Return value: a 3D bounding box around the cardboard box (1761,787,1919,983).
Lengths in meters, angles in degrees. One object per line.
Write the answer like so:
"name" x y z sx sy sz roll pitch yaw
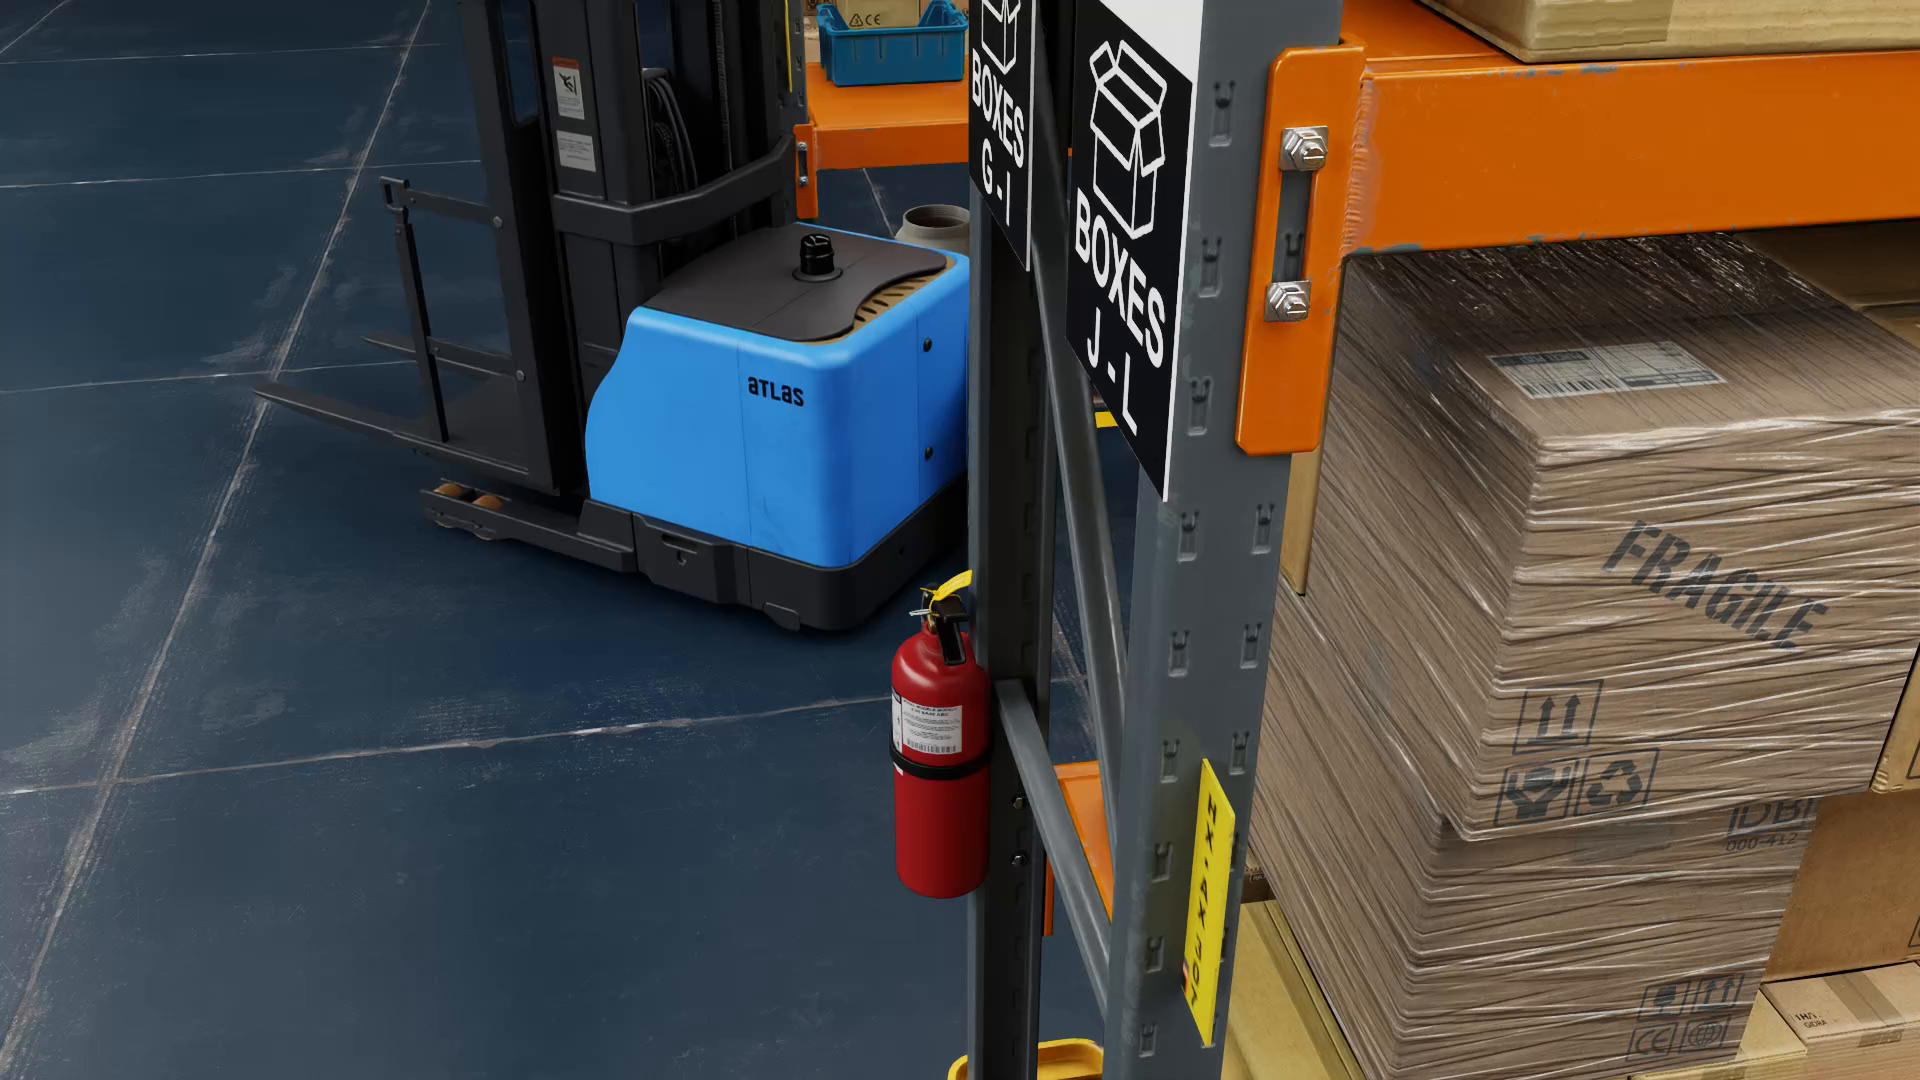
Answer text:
"cardboard box" 1.180 0.178 2.595 0.500 0.500 0.875 -5 31 -9

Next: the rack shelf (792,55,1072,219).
"rack shelf" 1.239 -1.850 7.147 4.000 0.370 1.077 -5 31 -9

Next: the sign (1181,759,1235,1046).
"sign" 0.262 0.389 1.775 0.005 0.325 0.100 -5 31 -9

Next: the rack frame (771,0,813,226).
"rack frame" -0.728 -1.978 6.654 0.127 3.000 1.000 -5 31 -9

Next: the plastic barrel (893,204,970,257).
"plastic barrel" -0.094 -1.184 7.345 0.421 0.512 0.421 0 30 0

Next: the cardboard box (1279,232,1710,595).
"cardboard box" 0.661 -0.284 2.395 0.500 0.500 0.500 -5 31 -9

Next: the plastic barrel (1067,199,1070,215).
"plastic barrel" 0.399 -1.230 7.423 0.421 0.512 0.421 0 30 0

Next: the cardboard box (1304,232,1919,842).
"cardboard box" 0.754 -0.025 1.954 0.500 0.500 0.500 -5 31 -9

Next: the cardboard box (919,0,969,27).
"cardboard box" -0.068 -3.803 11.318 0.500 0.500 0.500 -5 31 -9

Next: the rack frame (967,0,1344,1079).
"rack frame" 0.165 0.493 2.452 0.053 2.616 0.949 -5 31 -9

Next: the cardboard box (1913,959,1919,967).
"cardboard box" 1.475 0.612 2.498 0.250 0.149 0.380 -5 31 -9

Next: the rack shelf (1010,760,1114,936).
"rack shelf" 2.132 0.619 2.947 4.000 0.370 1.077 -5 31 -9

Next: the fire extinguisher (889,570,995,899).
"fire extinguisher" -0.031 0.306 2.847 0.183 0.674 0.296 -5 31 -9

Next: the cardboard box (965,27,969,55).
"cardboard box" -0.066 -3.474 11.498 0.500 0.250 0.500 -5 31 -9

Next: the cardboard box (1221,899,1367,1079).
"cardboard box" 0.488 0.693 2.360 0.250 0.149 0.380 -5 31 -9

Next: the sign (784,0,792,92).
"sign" -0.633 -1.822 6.117 0.005 0.325 0.100 -5 31 -9

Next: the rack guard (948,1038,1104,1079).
"rack guard" 0.239 1.562 3.100 0.348 0.500 1.175 -5 31 -9

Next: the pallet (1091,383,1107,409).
"pallet" 0.138 -0.878 7.534 1.213 0.211 1.003 -5 31 -9

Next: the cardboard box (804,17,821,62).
"cardboard box" -1.049 -3.381 11.340 0.500 0.250 0.500 -5 31 -9

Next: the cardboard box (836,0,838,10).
"cardboard box" -0.652 -3.691 11.867 0.500 0.250 0.500 -5 31 -9

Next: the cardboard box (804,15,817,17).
"cardboard box" -1.142 -3.640 11.779 0.500 0.250 0.500 -5 31 -9

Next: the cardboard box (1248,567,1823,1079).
"cardboard box" 0.710 0.284 2.416 0.500 0.500 0.875 -5 31 -9

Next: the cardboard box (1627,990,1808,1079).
"cardboard box" 0.986 0.664 2.409 0.250 0.149 0.380 -5 31 -9

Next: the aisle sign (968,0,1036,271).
"aisle sign" 0.049 -0.773 2.040 0.004 0.787 0.394 -5 31 -9

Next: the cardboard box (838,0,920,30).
"cardboard box" -0.557 -3.751 11.229 0.500 0.500 0.500 -5 31 -9

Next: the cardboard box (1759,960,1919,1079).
"cardboard box" 1.228 0.631 2.465 0.250 0.149 0.380 -5 31 -9

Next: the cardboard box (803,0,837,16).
"cardboard box" -1.142 -3.964 11.591 0.500 0.500 0.500 -5 31 -9

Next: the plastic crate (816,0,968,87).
"plastic crate" -0.289 -2.108 7.023 0.616 0.251 0.499 -5 31 -9

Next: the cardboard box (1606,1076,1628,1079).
"cardboard box" 0.737 0.680 2.383 0.250 0.149 0.380 -5 31 -9

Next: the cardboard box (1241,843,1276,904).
"cardboard box" 0.407 0.471 2.737 0.250 0.149 0.380 -5 31 -9

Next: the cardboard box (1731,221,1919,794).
"cardboard box" 1.247 -0.067 2.026 0.500 0.500 0.500 -5 31 -9

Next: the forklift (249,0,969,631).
"forklift" -1.457 -1.479 5.874 3.031 2.935 1.130 16 34 25

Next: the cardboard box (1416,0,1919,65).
"cardboard box" 0.685 -0.652 1.588 0.500 0.250 0.500 -4 31 -7

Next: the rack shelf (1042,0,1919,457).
"rack shelf" 2.132 -0.674 2.187 4.000 0.370 1.077 -5 31 -9

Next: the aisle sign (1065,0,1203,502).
"aisle sign" 0.157 -0.474 1.531 0.004 0.787 0.394 -5 31 -9

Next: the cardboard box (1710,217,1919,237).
"cardboard box" 1.152 -0.333 2.478 0.500 0.500 0.500 -5 31 -9
